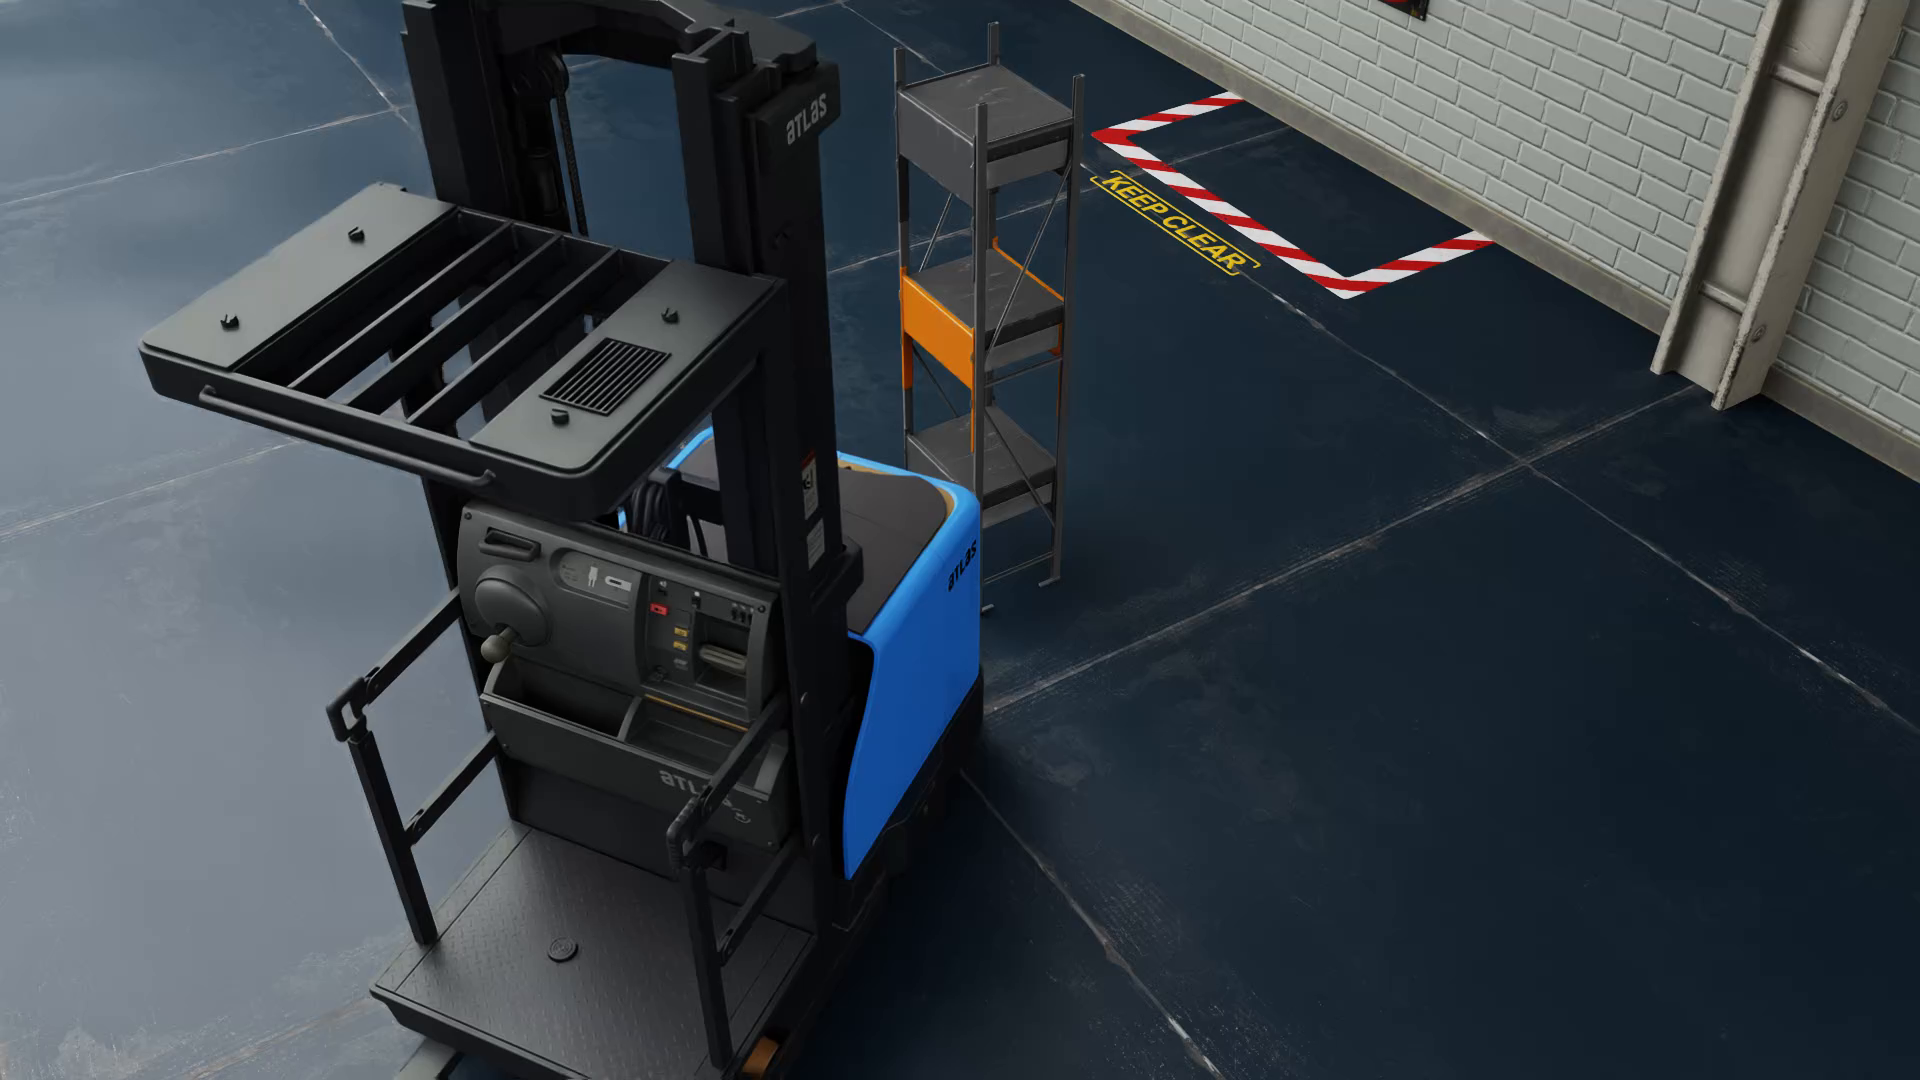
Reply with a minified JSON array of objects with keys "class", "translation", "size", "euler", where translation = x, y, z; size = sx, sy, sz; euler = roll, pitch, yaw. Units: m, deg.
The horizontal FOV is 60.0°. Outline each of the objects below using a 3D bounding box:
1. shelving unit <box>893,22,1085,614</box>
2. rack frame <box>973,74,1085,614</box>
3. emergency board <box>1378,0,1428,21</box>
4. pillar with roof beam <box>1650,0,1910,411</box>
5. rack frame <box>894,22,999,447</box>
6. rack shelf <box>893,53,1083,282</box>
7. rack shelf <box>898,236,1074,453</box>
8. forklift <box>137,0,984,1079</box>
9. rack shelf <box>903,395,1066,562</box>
[{"class":"shelving unit","translation":[0.089,-0.717,5.971],"size":[0.431,2.100,0.503],"euler":[-22,45,-24]},{"class":"rack frame","translation":[0.220,-0.586,5.813],"size":[0.400,2.100,0.015],"euler":[-22,45,-24]},{"class":"emergency board","translation":[2.131,-3.236,8.290],"size":[0.194,1.169,0.643],"euler":[-22,45,-24]},{"class":"pillar with roof beam","translation":[-0.202,-2.712,2.975],"size":[9.100,9.000,0.400],"euler":[-22,45,-24]},{"class":"rack frame","translation":[-0.042,-0.849,6.129],"size":[0.400,2.100,0.015],"euler":[-22,45,-24]},{"class":"rack shelf","translation":[0.089,-1.245,5.531],"size":[0.431,0.518,0.480],"euler":[-22,45,-24]},{"class":"rack shelf","translation":[0.089,-0.707,5.979],"size":[0.431,0.518,0.480],"euler":[-22,45,-24]},{"class":"forklift","translation":[-0.985,0.273,4.133],"size":[1.130,2.935,3.031],"euler":[16,42,18]},{"class":"rack shelf","translation":[0.089,-0.169,6.427],"size":[0.431,0.518,0.480],"euler":[-22,45,-24]}]
